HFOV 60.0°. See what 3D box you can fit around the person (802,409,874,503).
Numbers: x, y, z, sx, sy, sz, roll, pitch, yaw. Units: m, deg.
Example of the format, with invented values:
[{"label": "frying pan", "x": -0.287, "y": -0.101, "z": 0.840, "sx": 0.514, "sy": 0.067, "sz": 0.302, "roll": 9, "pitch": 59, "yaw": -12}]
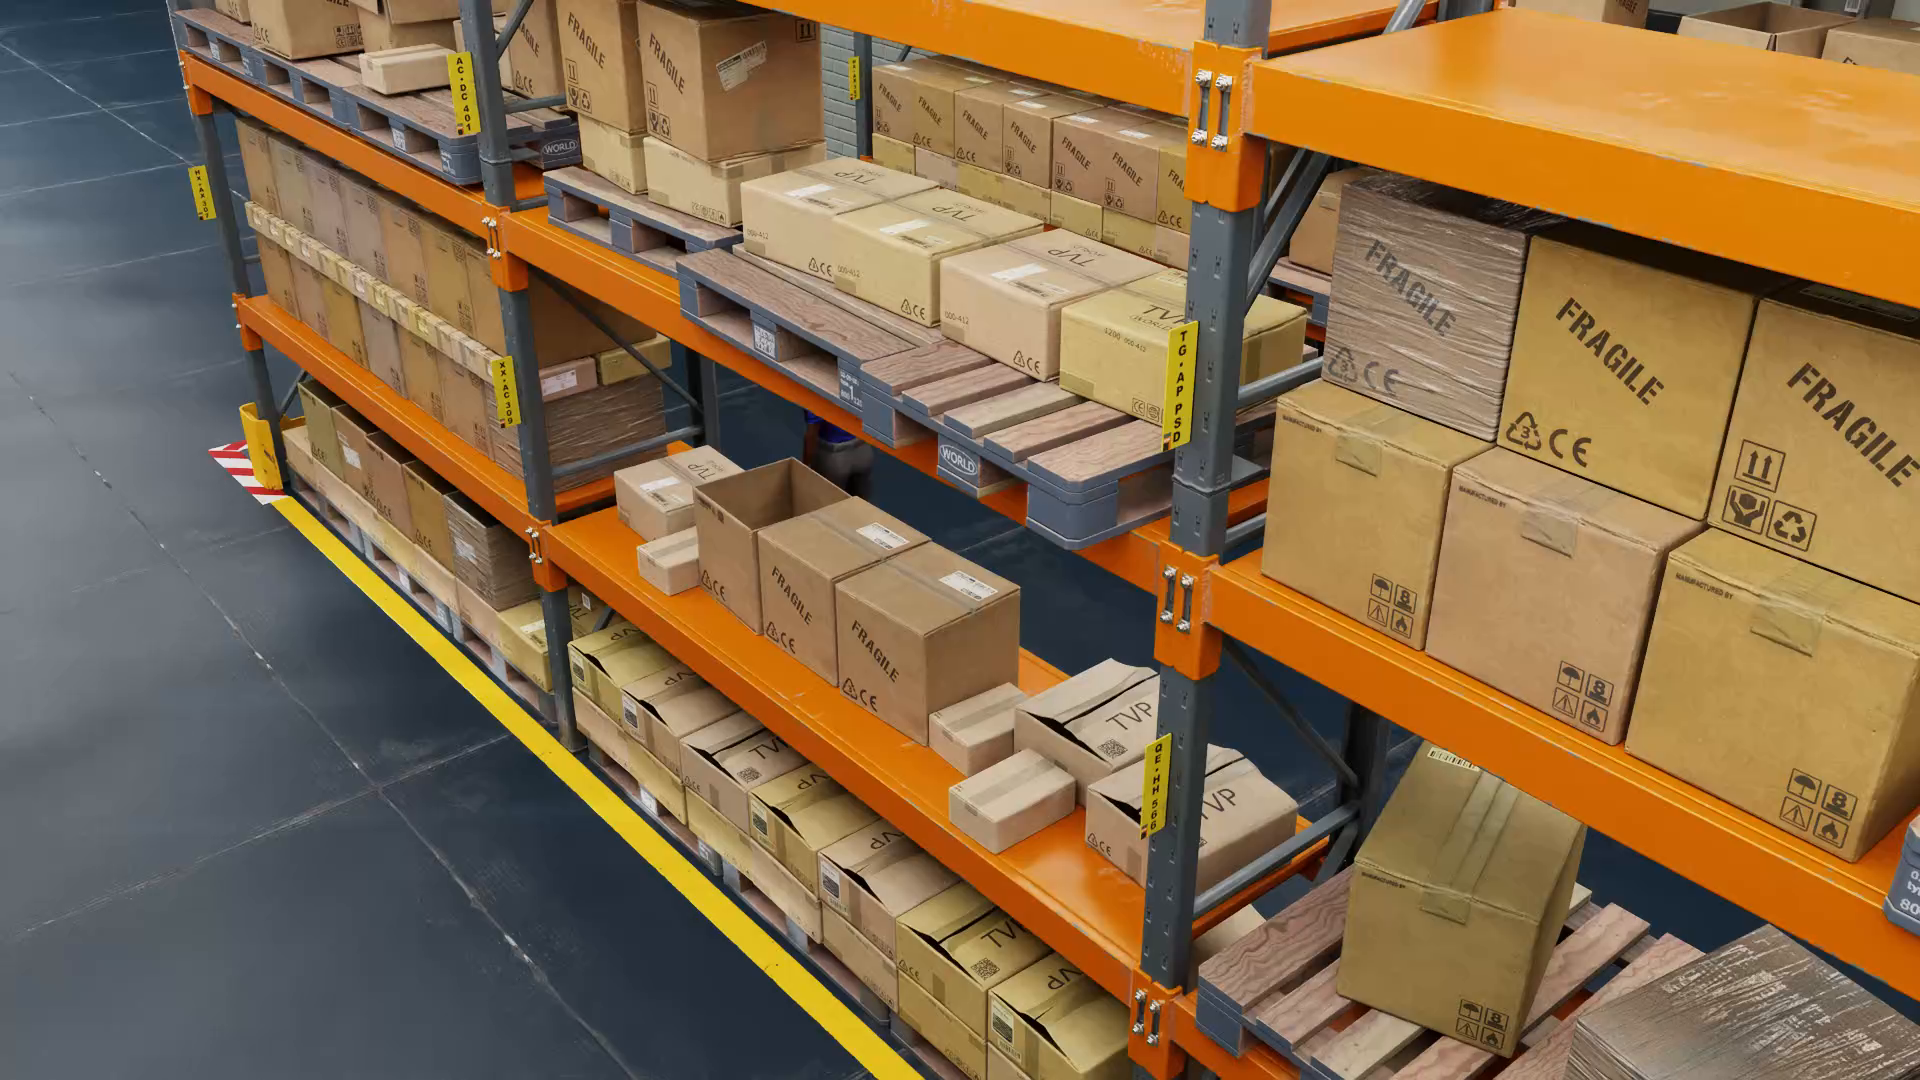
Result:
[{"label": "person", "x": -0.690, "y": -0.463, "z": 9.485, "sx": 0.506, "sy": 1.655, "sz": 0.350, "roll": -22, "pitch": 35, "yaw": -34}]
